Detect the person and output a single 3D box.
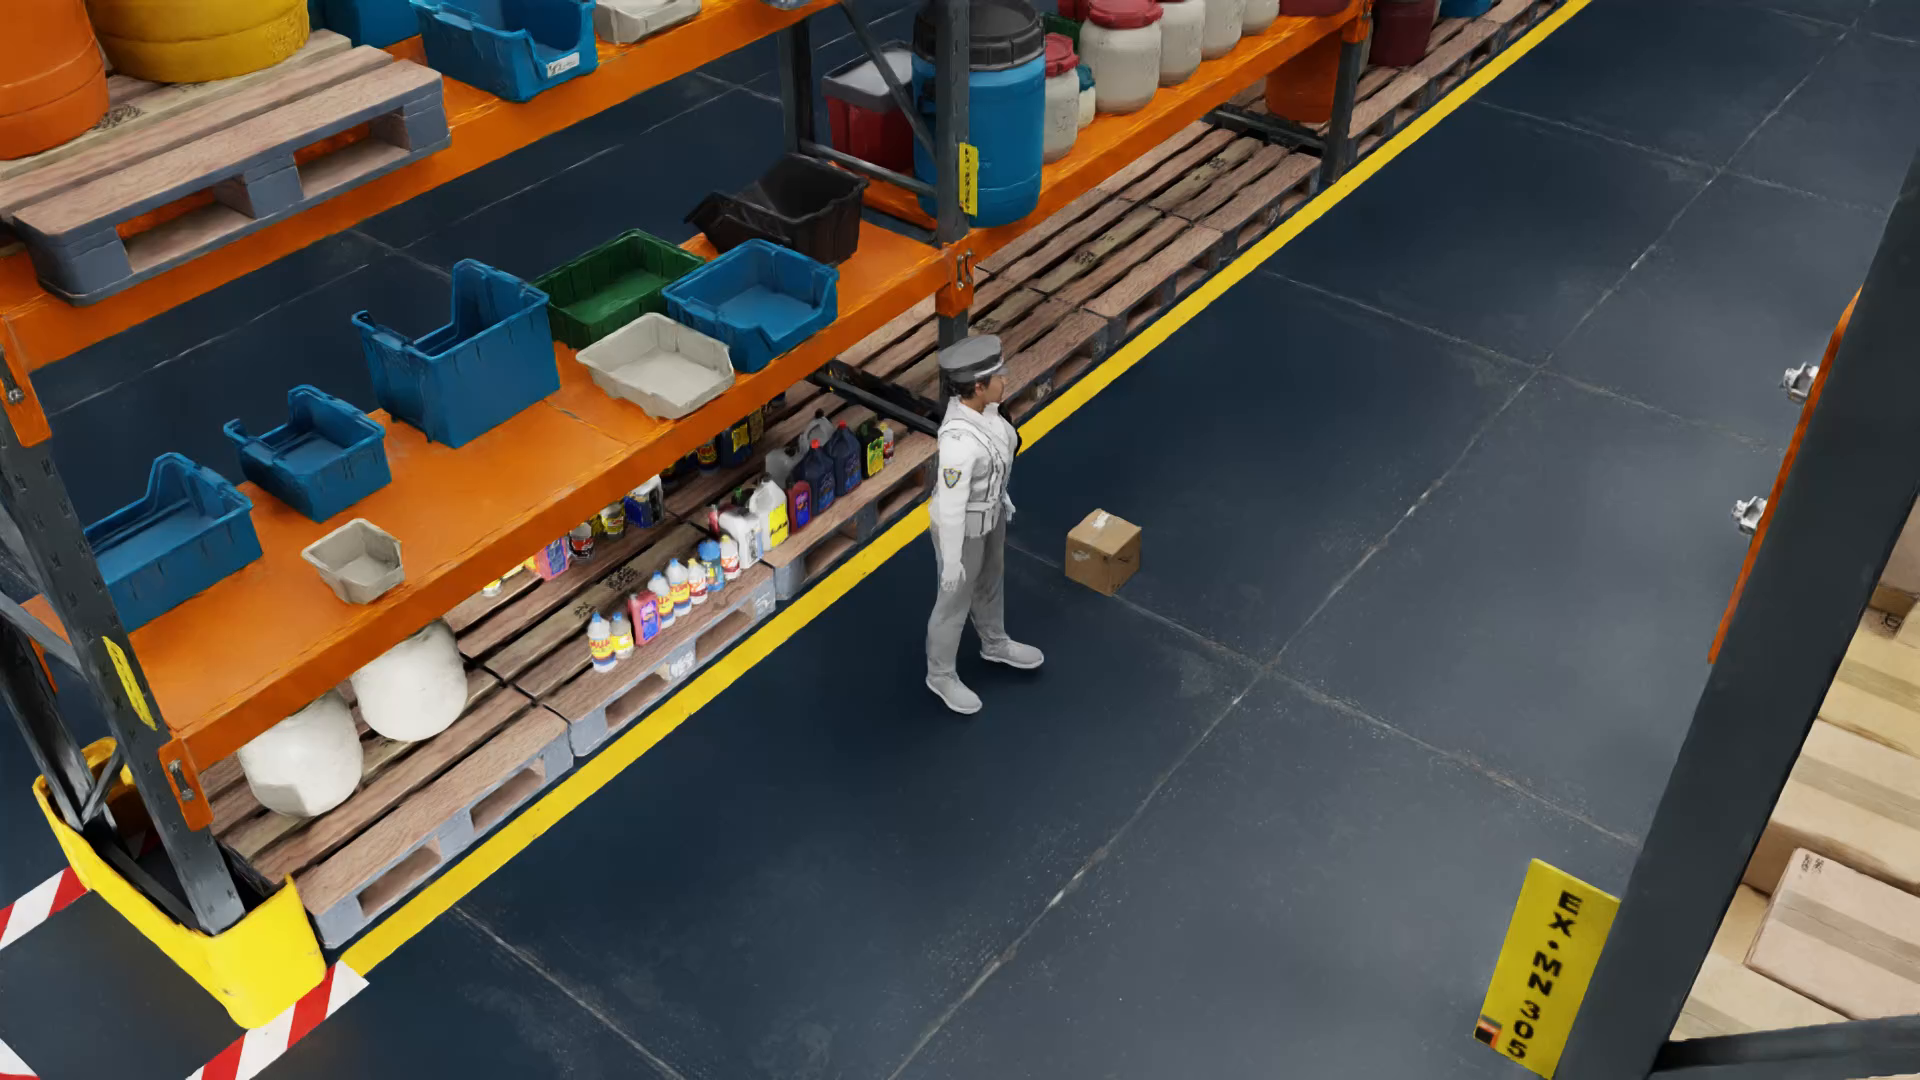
[{"bbox_3d":[0.106,-0.056,6.634,0.474,1.685,0.545,9,40,11],"label":"person"}]
